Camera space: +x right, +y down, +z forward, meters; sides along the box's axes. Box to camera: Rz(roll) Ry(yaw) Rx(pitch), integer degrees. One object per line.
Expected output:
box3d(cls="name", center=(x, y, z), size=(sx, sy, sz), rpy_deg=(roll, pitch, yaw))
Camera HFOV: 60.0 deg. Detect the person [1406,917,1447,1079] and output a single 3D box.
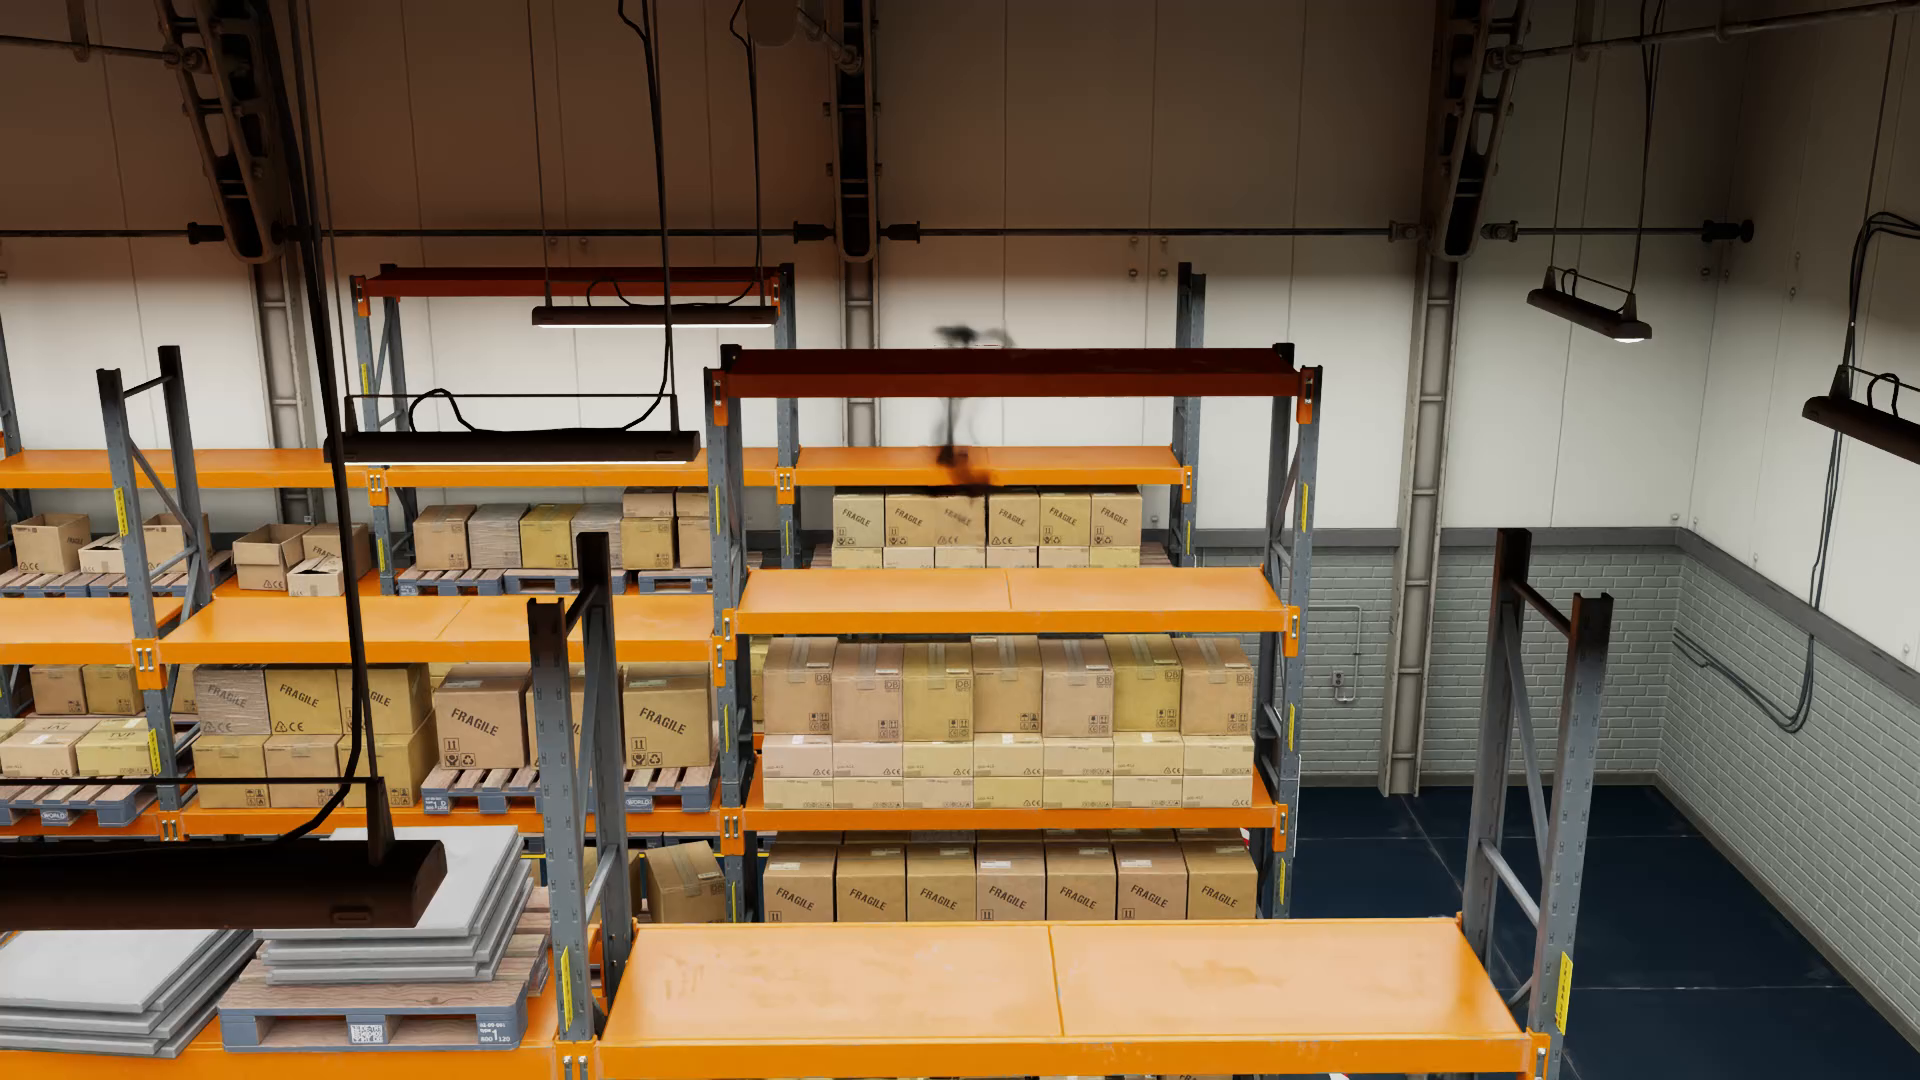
box3d(cls="person", center=(3.714, 3.682, 12.863), size=(0.916, 1.755, 0.676), rpy_deg=(-16, 22, -43))
